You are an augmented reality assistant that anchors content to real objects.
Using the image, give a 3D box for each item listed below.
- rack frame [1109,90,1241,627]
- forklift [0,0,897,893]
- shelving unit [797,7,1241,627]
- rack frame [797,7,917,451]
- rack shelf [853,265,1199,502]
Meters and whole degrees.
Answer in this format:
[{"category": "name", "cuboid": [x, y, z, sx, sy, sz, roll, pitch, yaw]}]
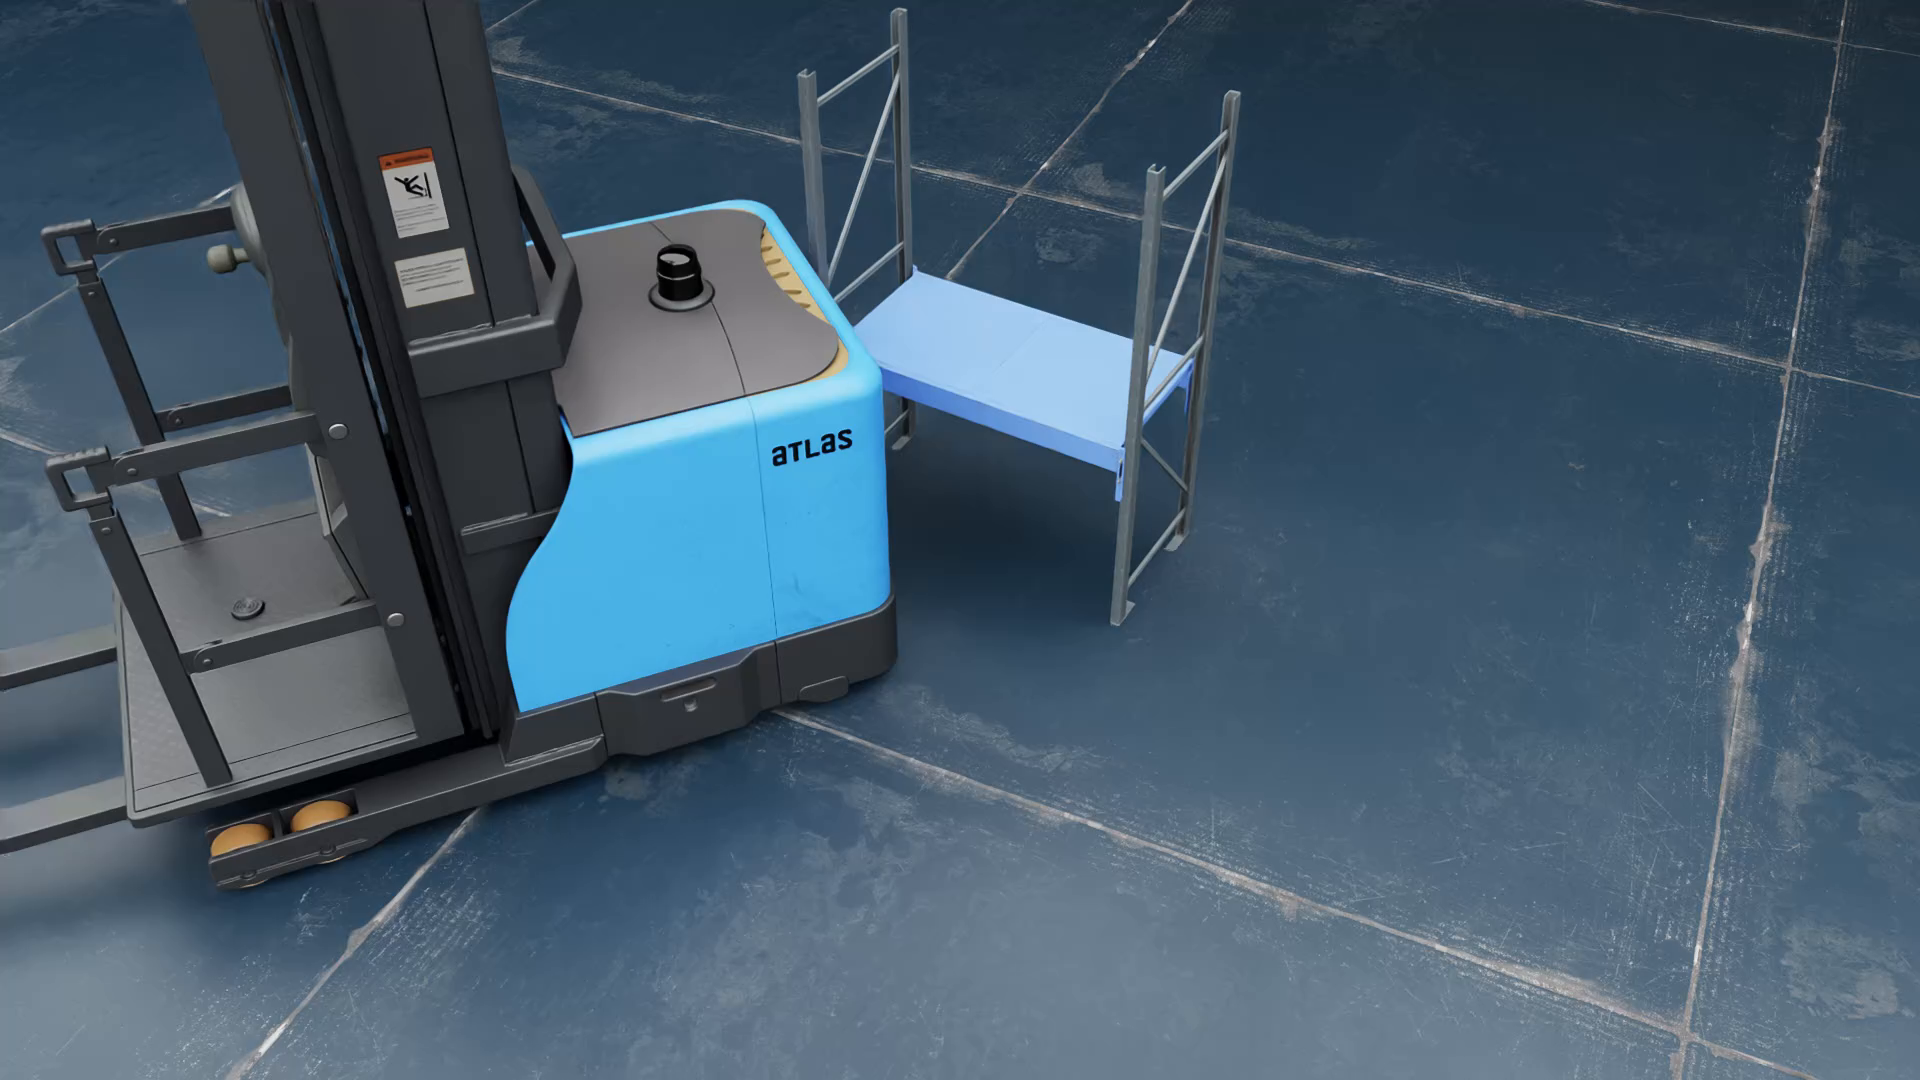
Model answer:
[{"category": "rack frame", "cuboid": [0.587, -0.453, 4.627, 0.032, 1.500, 0.500, 21, 45, 23]}, {"category": "forklift", "cuboid": [-1.745, -0.620, 3.727, 3.031, 2.935, 1.130, -16, 43, -17]}, {"category": "shelving unit", "cuboid": [0.149, -0.622, 4.823, 1.048, 1.500, 0.538, 21, 45, 23]}, {"category": "rack frame", "cuboid": [-0.288, -0.792, 5.018, 0.032, 1.500, 0.500, 21, 45, 23]}, {"category": "rack shelf", "cuboid": [0.149, -0.486, 4.940, 1.000, 0.185, 0.538, 21, 45, 23]}]
